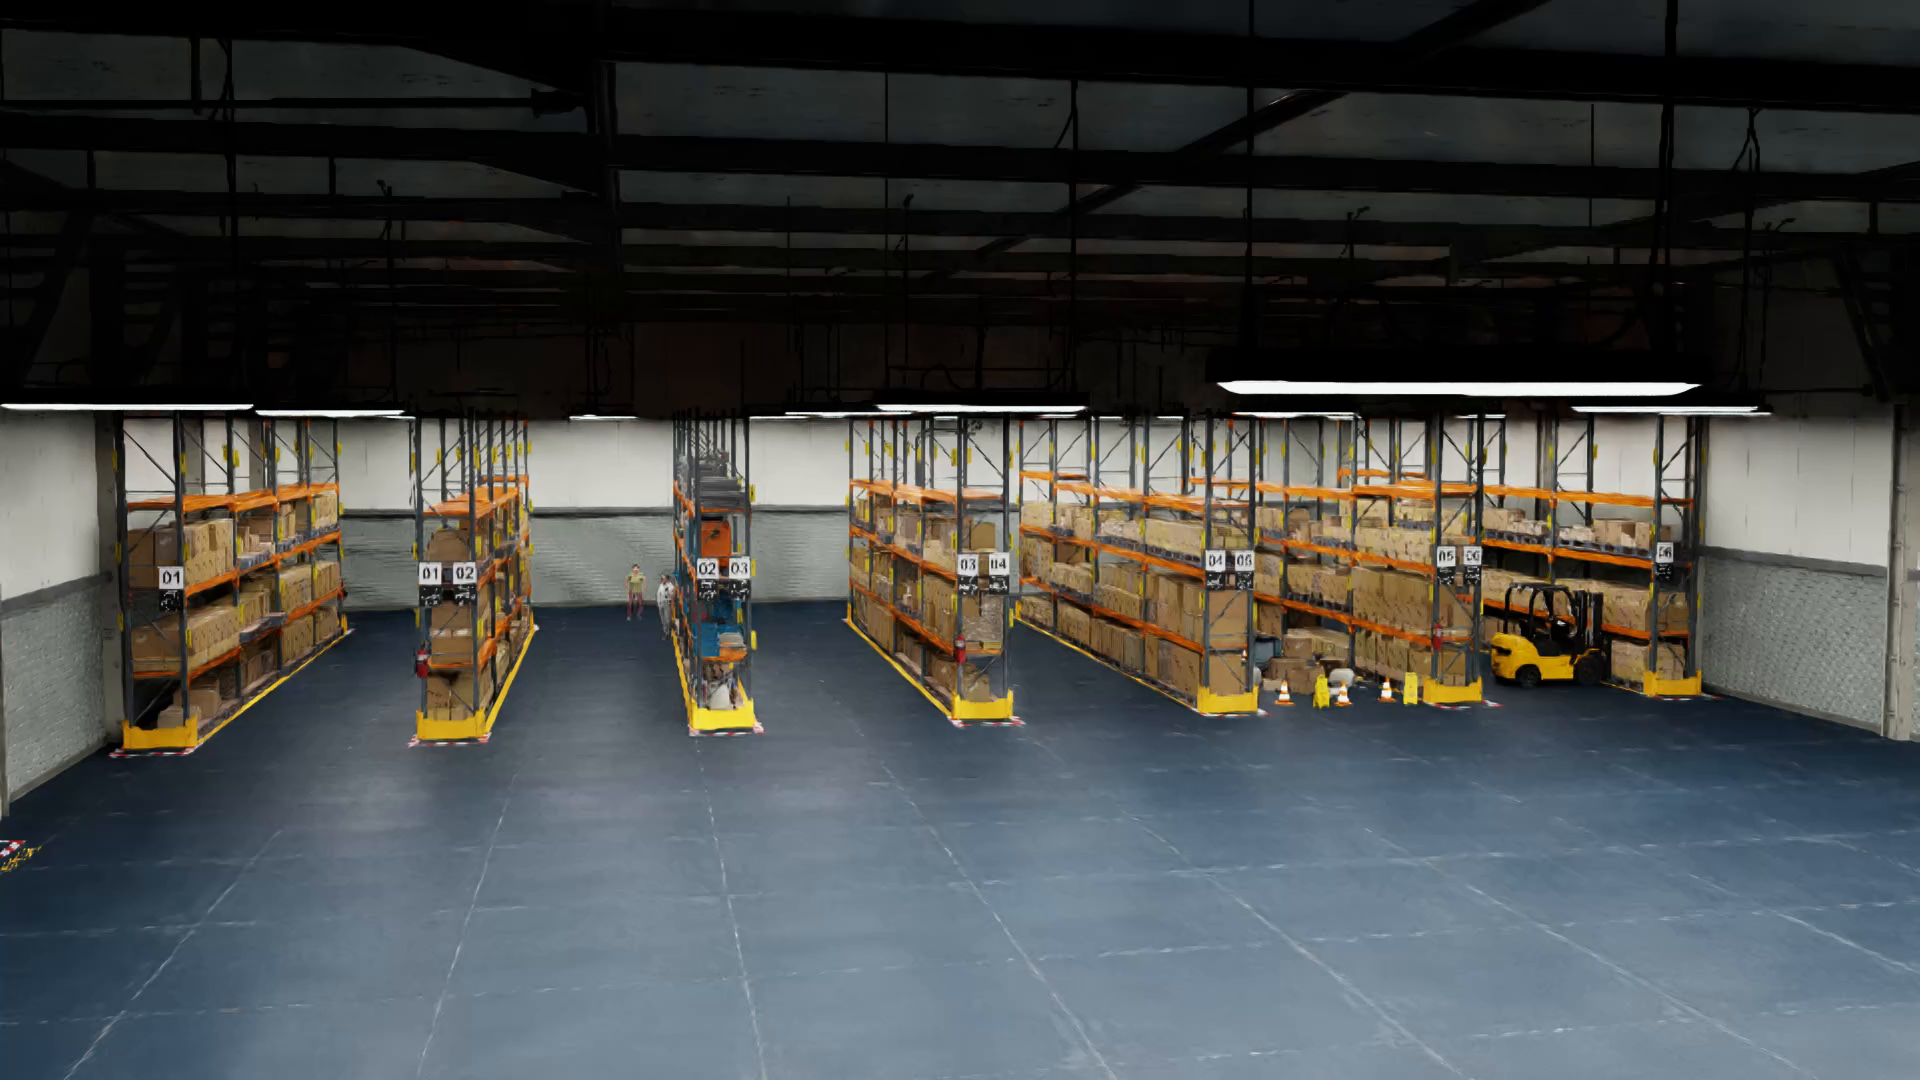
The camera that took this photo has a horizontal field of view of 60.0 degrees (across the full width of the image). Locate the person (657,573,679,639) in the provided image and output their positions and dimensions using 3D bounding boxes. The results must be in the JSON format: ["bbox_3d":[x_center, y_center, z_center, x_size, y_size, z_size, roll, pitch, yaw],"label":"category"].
[{"bbox_3d":[-7.693,1.727,43.798,0.563,1.768,0.541,3,5,35],"label":"person"}]

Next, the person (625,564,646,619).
[{"bbox_3d":[-9.421,1.491,48.276,0.598,1.618,0.507,-1,4,-13],"label":"person"}]

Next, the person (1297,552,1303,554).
[{"bbox_3d":[10.293,1.254,50.316,0.525,1.791,0.659,-2,5,-27],"label":"person"}]

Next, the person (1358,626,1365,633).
[{"bbox_3d":[10.132,1.875,41.710,0.456,1.762,0.606,-3,5,-40],"label":"person"}]
